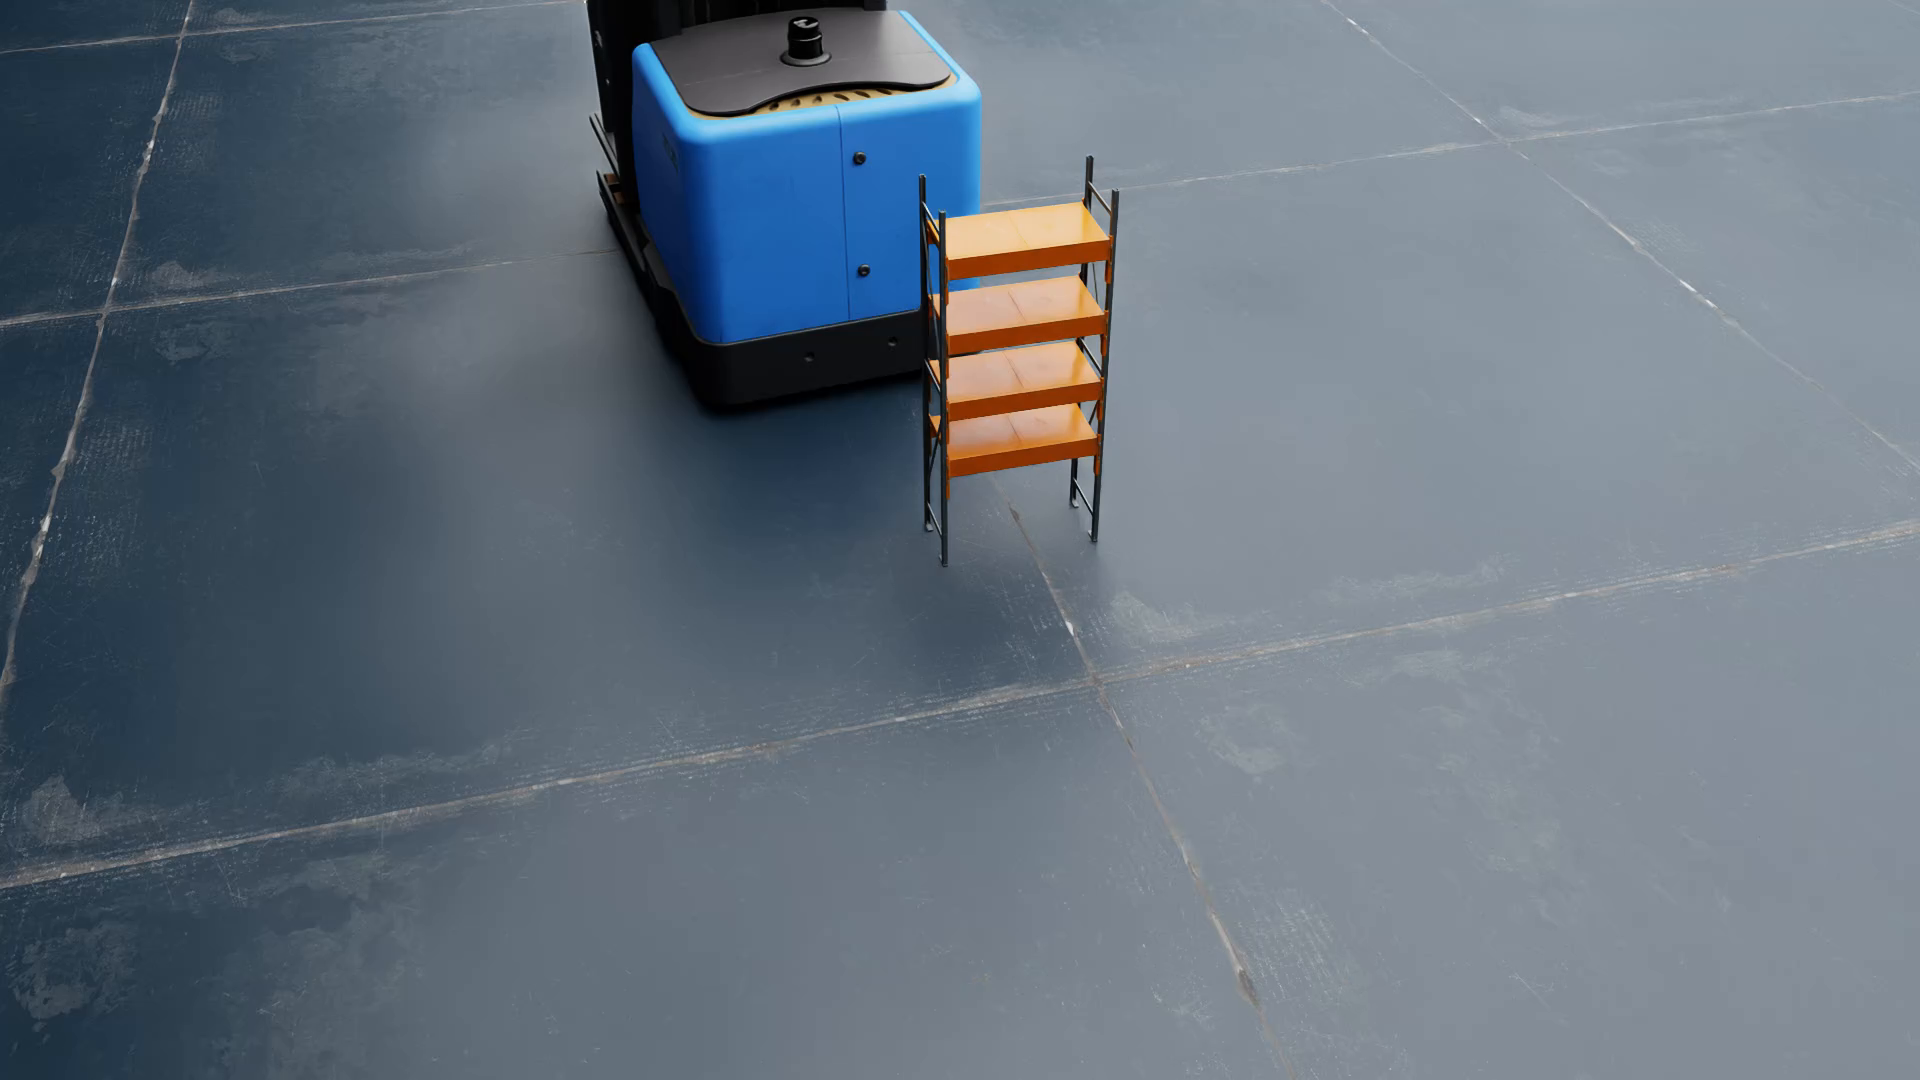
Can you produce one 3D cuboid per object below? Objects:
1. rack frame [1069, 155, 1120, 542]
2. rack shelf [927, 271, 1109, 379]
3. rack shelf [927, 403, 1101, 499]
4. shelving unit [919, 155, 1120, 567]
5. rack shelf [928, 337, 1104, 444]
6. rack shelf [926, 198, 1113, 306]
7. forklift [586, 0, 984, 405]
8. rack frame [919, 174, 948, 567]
[{"bbox_3d":[0.395,-0.541,4.970,0.015,1.200,0.240,-9,38,-12],"label":"rack frame"},{"bbox_3d":[0.160,-0.627,4.825,0.480,0.148,0.258,-9,38,-12],"label":"rack shelf"},{"bbox_3d":[0.160,-0.292,5.081,0.480,0.148,0.258,-9,38,-12],"label":"rack shelf"},{"bbox_3d":[0.160,-0.503,4.920,0.503,1.200,0.258,-9,38,-12],"label":"shelving unit"},{"bbox_3d":[0.160,-0.449,4.961,0.480,0.148,0.258,-9,38,-12],"label":"rack shelf"},{"bbox_3d":[0.160,-0.815,4.681,0.480,0.148,0.258,-9,38,-12],"label":"rack shelf"},{"bbox_3d":[-0.895,-2.526,6.140,1.130,2.935,3.031,-12,39,-16],"label":"forklift"},{"bbox_3d":[-0.076,-0.464,4.869,0.015,1.200,0.240,-9,38,-12],"label":"rack frame"}]
